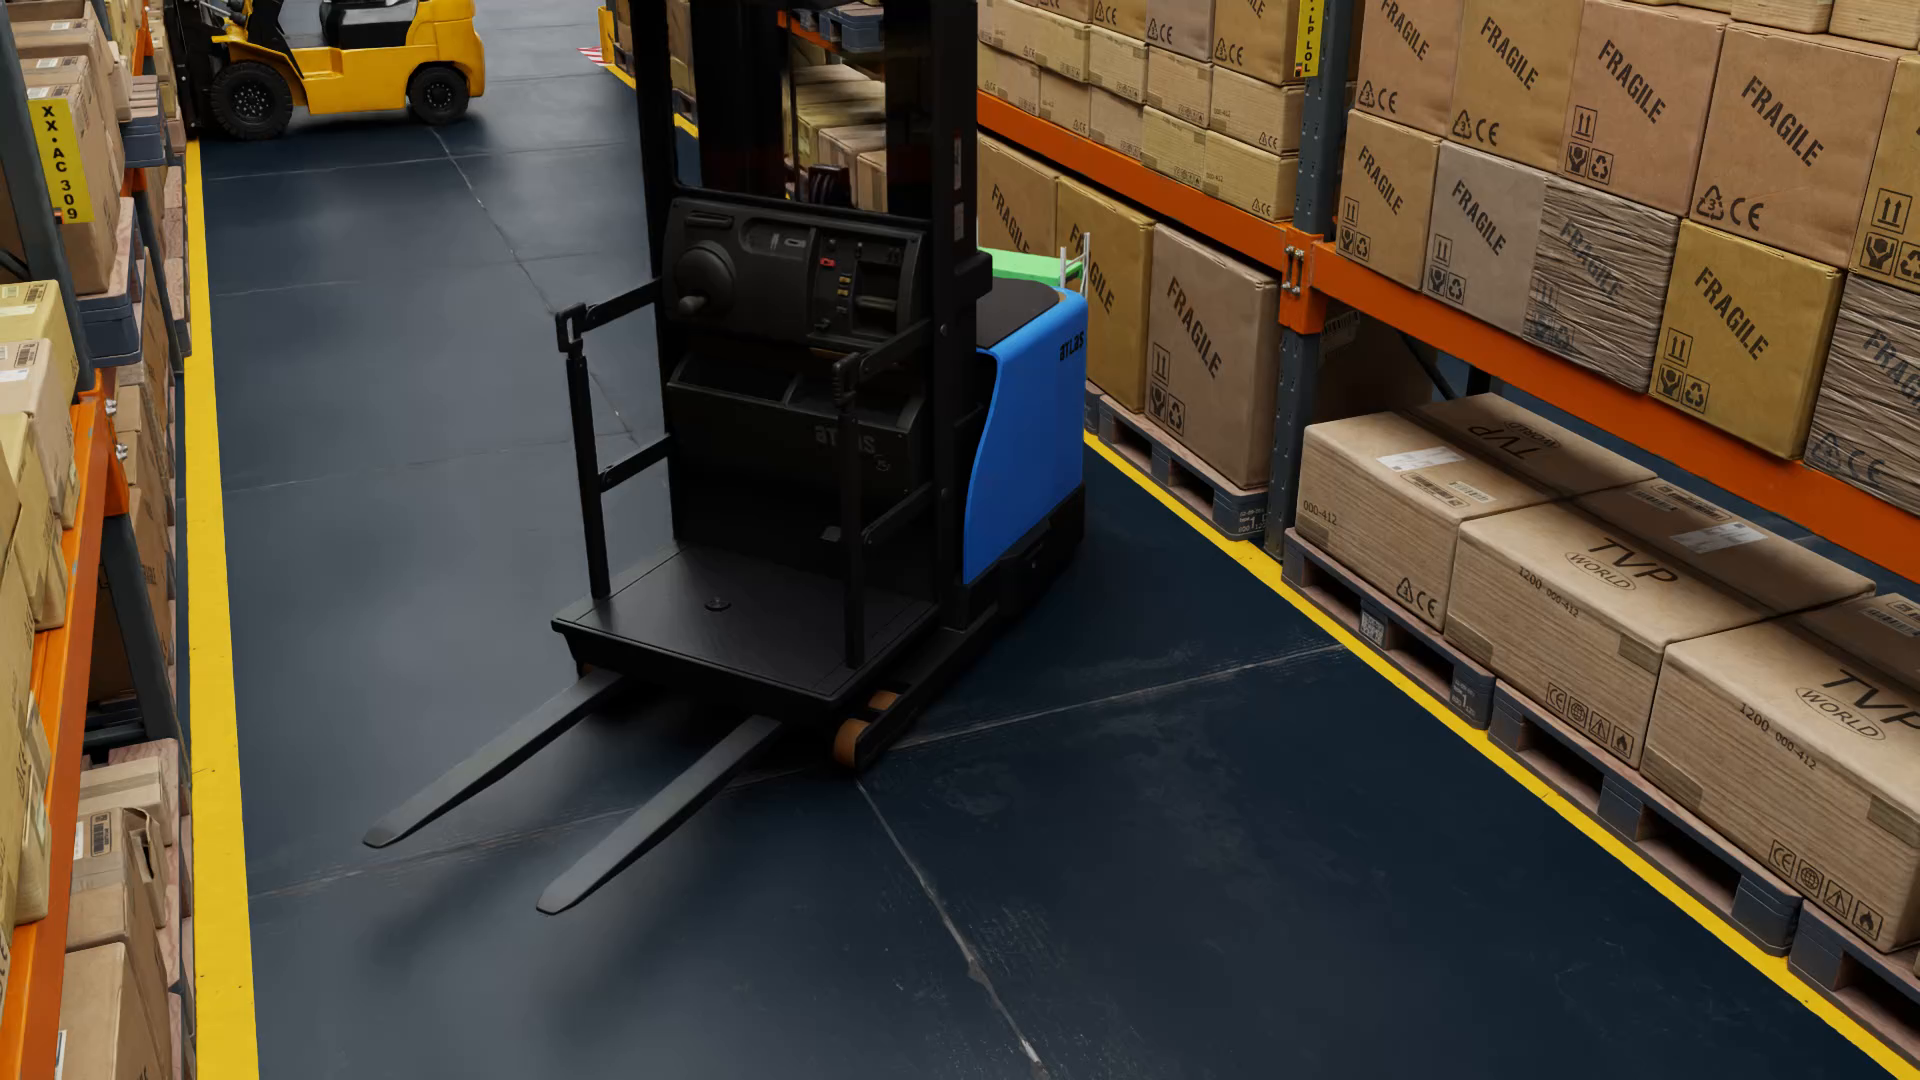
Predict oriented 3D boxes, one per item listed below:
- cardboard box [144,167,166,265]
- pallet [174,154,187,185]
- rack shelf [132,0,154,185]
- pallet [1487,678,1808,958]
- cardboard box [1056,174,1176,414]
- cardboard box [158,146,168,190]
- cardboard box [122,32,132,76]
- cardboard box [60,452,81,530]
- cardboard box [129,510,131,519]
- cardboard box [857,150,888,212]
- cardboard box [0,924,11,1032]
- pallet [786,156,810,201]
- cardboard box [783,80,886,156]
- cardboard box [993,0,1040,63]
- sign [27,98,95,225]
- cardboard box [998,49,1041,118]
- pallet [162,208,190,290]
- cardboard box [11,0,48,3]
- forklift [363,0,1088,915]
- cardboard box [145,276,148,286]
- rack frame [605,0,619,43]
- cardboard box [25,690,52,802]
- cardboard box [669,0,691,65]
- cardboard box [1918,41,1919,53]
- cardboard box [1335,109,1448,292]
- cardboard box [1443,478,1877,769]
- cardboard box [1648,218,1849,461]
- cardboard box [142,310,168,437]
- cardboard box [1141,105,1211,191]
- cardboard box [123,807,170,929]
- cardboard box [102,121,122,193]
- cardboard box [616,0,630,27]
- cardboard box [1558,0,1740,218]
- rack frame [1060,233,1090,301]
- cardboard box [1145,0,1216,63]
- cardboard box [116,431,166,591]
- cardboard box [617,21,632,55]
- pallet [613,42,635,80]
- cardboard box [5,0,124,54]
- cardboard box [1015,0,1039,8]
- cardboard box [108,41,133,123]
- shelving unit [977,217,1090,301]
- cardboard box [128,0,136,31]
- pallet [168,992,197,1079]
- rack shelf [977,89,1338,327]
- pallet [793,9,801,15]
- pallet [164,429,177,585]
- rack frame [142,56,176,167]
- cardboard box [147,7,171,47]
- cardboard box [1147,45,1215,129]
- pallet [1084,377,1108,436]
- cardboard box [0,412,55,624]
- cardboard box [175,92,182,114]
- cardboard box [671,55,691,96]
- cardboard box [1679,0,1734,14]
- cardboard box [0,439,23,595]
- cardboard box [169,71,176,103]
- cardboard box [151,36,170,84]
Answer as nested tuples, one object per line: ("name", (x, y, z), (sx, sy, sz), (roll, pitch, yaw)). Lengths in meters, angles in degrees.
("cardboard box", (-4.930, -1.764, 9.172), (0.875, 0.625, 0.625), (-10, 28, -19))
("pallet", (-6.275, -2.816, 12.276), (1.003, 0.211, 1.213), (-11, 28, -21))
("rack shelf", (-5.219, -2.610, 9.497), (1.077, 0.370, 4.000), (-11, 28, -21))
("pallet", (2.404, 0.701, 5.073), (1.003, 0.211, 1.213), (-11, 28, -21))
("cardboard box", (1.019, -1.199, 7.730), (0.875, 0.875, 0.875), (-10, 28, -19))
("cardboard box", (-5.787, -2.653, 10.994), (0.875, 0.625, 0.625), (-9, 28, -18))
("cardboard box", (-4.577, -2.483, 8.588), (0.500, 0.250, 0.500), (-11, 28, -22))
("cardboard box", (-2.266, -0.111, 3.844), (0.380, 0.149, 0.250), (-10, 28, -19))
("cardboard box", (-2.765, -0.058, 5.082), (0.380, 0.149, 0.250), (-9, 28, -18))
("cardboard box", (-0.082, -2.218, 10.390), (0.950, 0.372, 0.625), (-13, 29, -24))
("cardboard box", (-1.430, 0.605, 1.925), (0.500, 0.250, 0.500), (-10, 28, -20))
("pallet", (-0.648, -2.535, 11.701), (1.003, 0.211, 1.213), (-11, 28, -21))
("cardboard box", (-0.944, -3.102, 12.201), (0.950, 0.372, 0.625), (-9, 27, -17))
("cardboard box", (0.487, -2.478, 8.008), (0.500, 0.250, 0.500), (-11, 28, -21))
("sign", (-2.373, -0.996, 4.385), (0.100, 0.325, 0.005), (-11, 28, -21))
("cardboard box", (0.508, -2.255, 8.120), (0.500, 0.250, 0.500), (-10, 28, -19))
("pallet", (-5.196, -1.704, 9.998), (1.003, 0.211, 1.213), (-11, 28, -21))
("cardboard box", (-4.289, -2.641, 7.888), (0.380, 0.149, 0.250), (-10, 28, -19))
("forklift", (-0.638, -0.811, 5.070), (1.130, 2.935, 3.031), (13, 29, 25))
("cardboard box", (-3.874, -1.222, 7.465), (0.380, 0.149, 0.250), (-12, 29, -23))
("rack frame", (-3.003, -6.210, 16.050), (1.000, 3.000, 0.127), (-11, 28, -21))
("cardboard box", (-1.759, 0.405, 2.787), (0.380, 0.149, 0.250), (-10, 28, -19))
("cardboard box", (-2.116, -4.283, 13.903), (0.500, 0.500, 0.500), (-10, 28, -20))
("cardboard box", (2.388, -1.152, 3.699), (0.380, 0.149, 0.250), (-10, 28, -19))
("cardboard box", (1.640, -1.176, 5.625), (0.500, 0.500, 0.500), (-10, 28, -19))
("cardboard box", (2.195, 0.231, 5.301), (0.875, 0.438, 0.875), (-11, 28, -22))
("cardboard box", (2.223, -0.562, 4.368), (0.500, 0.500, 0.500), (-10, 28, -19))
("cardboard box", (-3.678, -0.643, 7.018), (0.500, 0.500, 0.500), (-9, 28, -18))
("cardboard box", (1.091, -1.641, 6.864), (0.500, 0.250, 0.500), (-11, 28, -21))
("cardboard box", (-2.241, 0.848, 4.233), (0.396, 0.266, 0.258), (-10, 28, -19))
("cardboard box", (-3.060, -1.266, 5.599), (0.396, 0.266, 0.258), (-9, 27, -18))
("cardboard box", (-2.931, -5.117, 15.612), (0.500, 0.500, 0.500), (-12, 28, -22))
("cardboard box", (2.043, -1.212, 4.560), (0.500, 0.500, 0.500), (-10, 28, -20))
("rack frame", (0.442, -0.608, 6.628), (0.015, 1.200, 0.240), (13, 29, 25))
("cardboard box", (1.081, -2.204, 6.592), (0.500, 0.500, 0.500), (-10, 28, -20))
("cardboard box", (-3.069, -0.024, 5.750), (0.500, 0.500, 0.500), (-11, 28, -21))
("cardboard box", (-2.941, -4.790, 15.796), (0.500, 0.250, 0.500), (-11, 28, -21))
("pallet", (-2.687, -4.592, 15.914), (1.003, 0.211, 1.213), (-11, 28, -21))
("cardboard box", (-4.361, -2.508, 8.070), (0.500, 0.250, 0.500), (-11, 28, -21))
("cardboard box", (0.490, -2.823, 7.860), (0.500, 0.500, 0.500), (-10, 28, -19))
("cardboard box", (-3.724, -1.877, 6.867), (0.500, 0.250, 0.500), (-12, 28, -23))
("shelving unit", (0.226, -0.658, 6.730), (0.503, 1.200, 0.258), (13, 29, 25))
("cardboard box", (-5.196, -3.107, 9.866), (0.500, 0.250, 0.500), (-10, 28, -20))
("pallet", (-2.119, 1.513, 3.411), (1.003, 0.211, 1.213), (-11, 28, -21))
("rack shelf", (0.914, -1.849, 7.939), (1.077, 0.370, 4.000), (-11, 28, -21))
("pallet", (-0.683, -3.686, 11.099), (1.003, 0.211, 1.213), (-11, 28, -21))
("pallet", (-3.704, -0.073, 6.659), (1.003, 0.211, 1.213), (-11, 28, -21))
("rack frame", (-6.002, -3.741, 10.992), (1.000, 3.000, 0.127), (-11, 28, -21))
("cardboard box", (-6.497, -4.012, 13.065), (0.500, 0.250, 0.500), (-11, 28, -22))
("cardboard box", (1.098, -1.859, 6.740), (0.500, 0.250, 0.500), (-10, 28, -19))
("pallet", (0.844, -0.904, 8.361), (1.003, 0.211, 1.213), (-11, 28, -21))
("cardboard box", (-2.052, -0.010, 3.184), (0.500, 0.250, 0.500), (-11, 28, -21))
("cardboard box", (-6.315, -3.353, 12.854), (0.500, 0.250, 0.500), (-10, 28, -20))
("cardboard box", (-2.133, -3.954, 14.084), (0.500, 0.250, 0.500), (-11, 28, -22))
("cardboard box", (2.128, -1.472, 4.353), (0.380, 0.149, 0.250), (-11, 28, -21))
("cardboard box", (-1.820, -0.134, 2.584), (0.500, 0.500, 0.500), (-10, 28, -19))
("cardboard box", (-6.106, -3.370, 12.318), (0.500, 0.250, 0.500), (-11, 28, -21))
("cardboard box", (-5.903, -3.392, 11.795), (0.500, 0.250, 0.500), (-11, 28, -21))
